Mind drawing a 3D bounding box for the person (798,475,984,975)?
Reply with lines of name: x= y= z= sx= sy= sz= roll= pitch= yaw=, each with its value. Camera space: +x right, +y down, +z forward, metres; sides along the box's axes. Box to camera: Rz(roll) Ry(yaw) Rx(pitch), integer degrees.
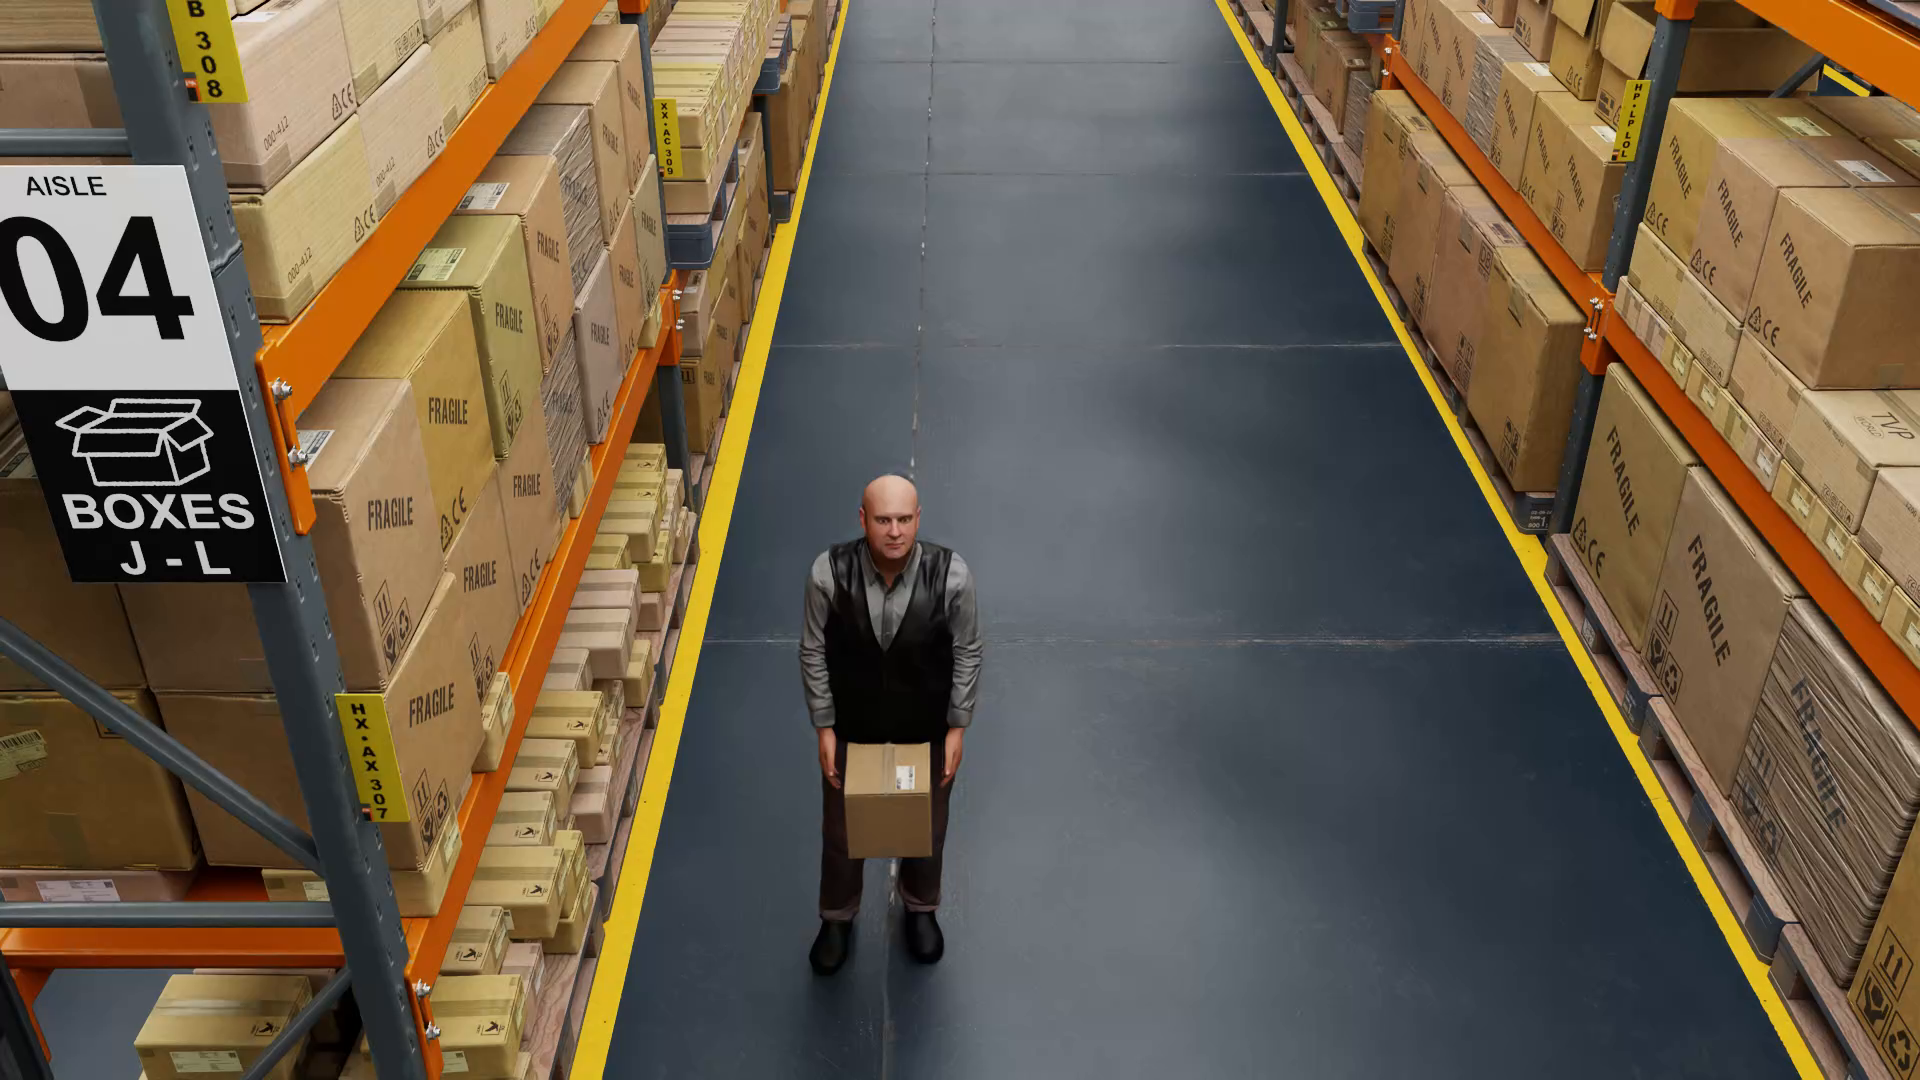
person: x=-0.214 y=0.601 z=5.166 sx=0.574 sy=1.726 sz=0.439 roll=0 pitch=31 yaw=0
